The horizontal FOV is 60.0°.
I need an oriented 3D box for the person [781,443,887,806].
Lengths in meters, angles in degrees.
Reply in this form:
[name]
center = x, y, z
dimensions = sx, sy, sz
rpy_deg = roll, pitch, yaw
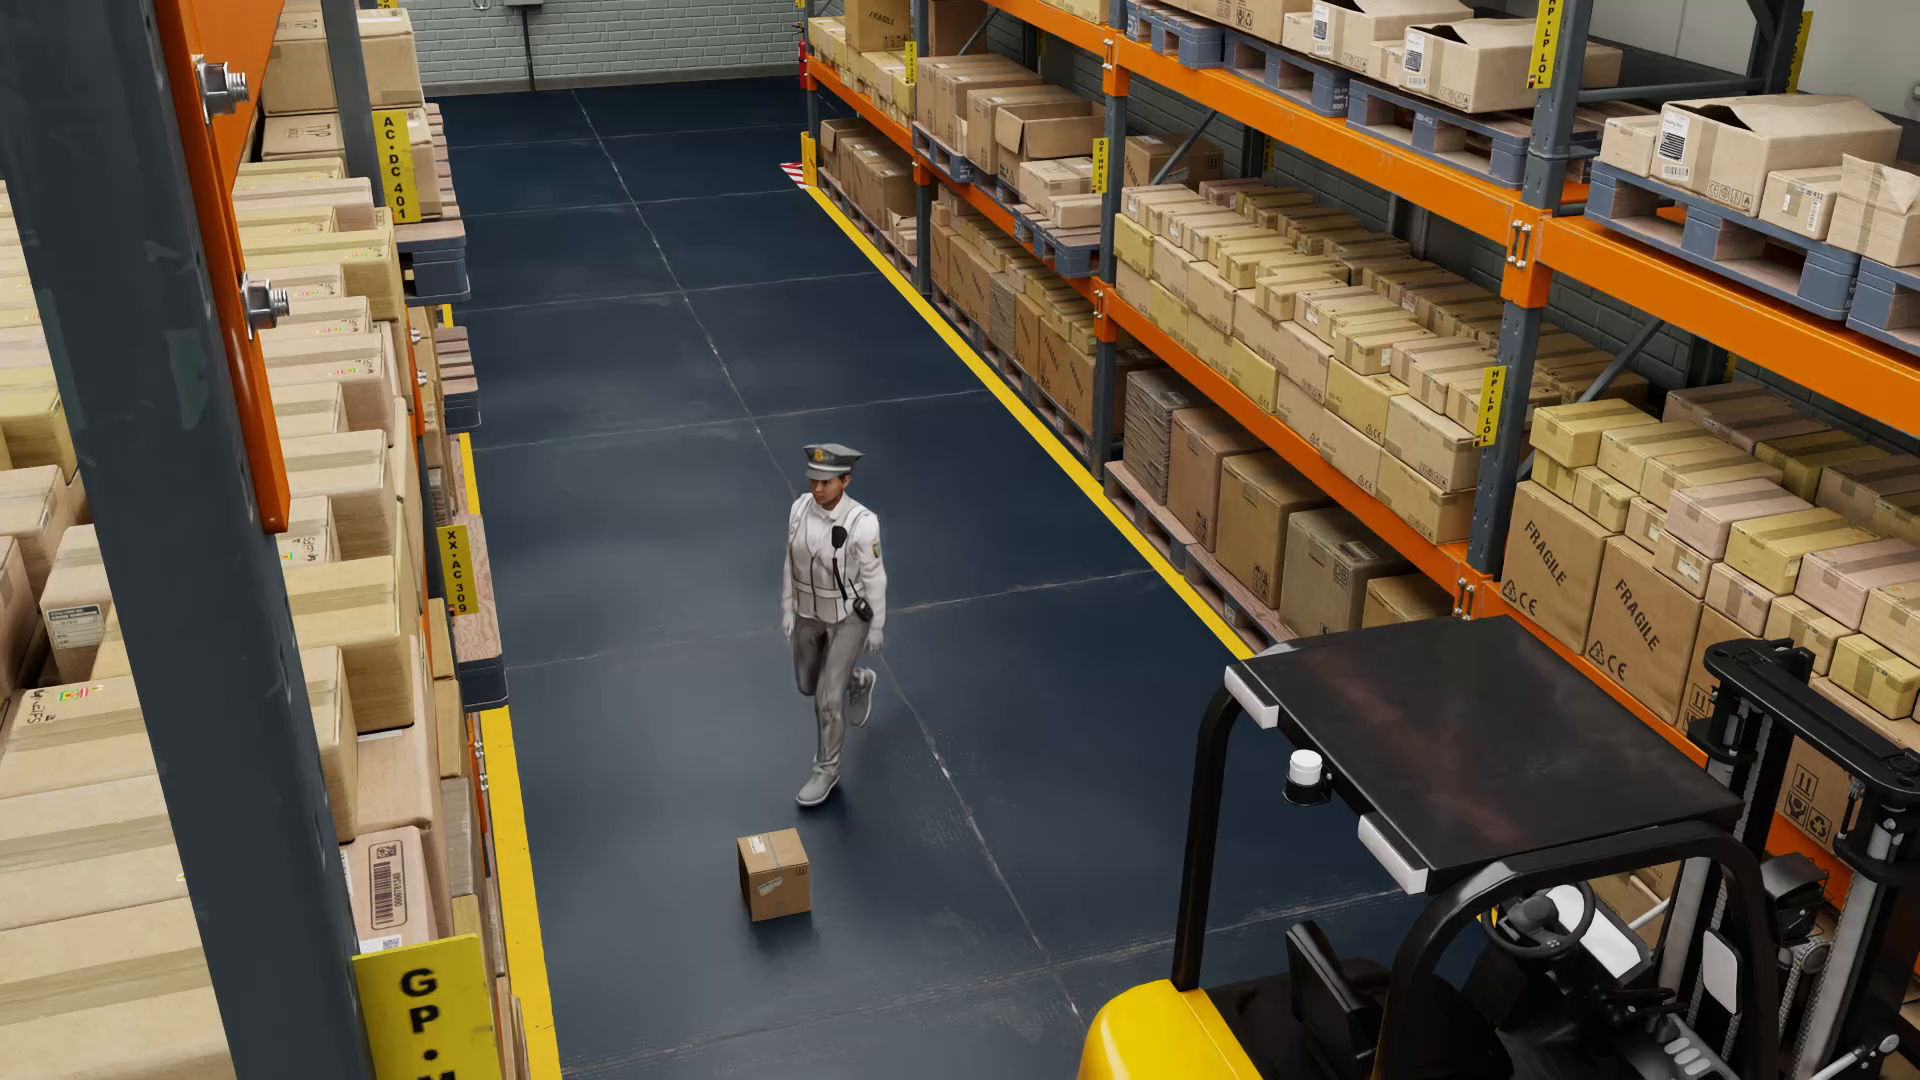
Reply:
[person]
center = -0.550, 0.311, 7.441
dimensions = 0.487, 1.656, 0.769
rpy_deg = 16, 30, 28
